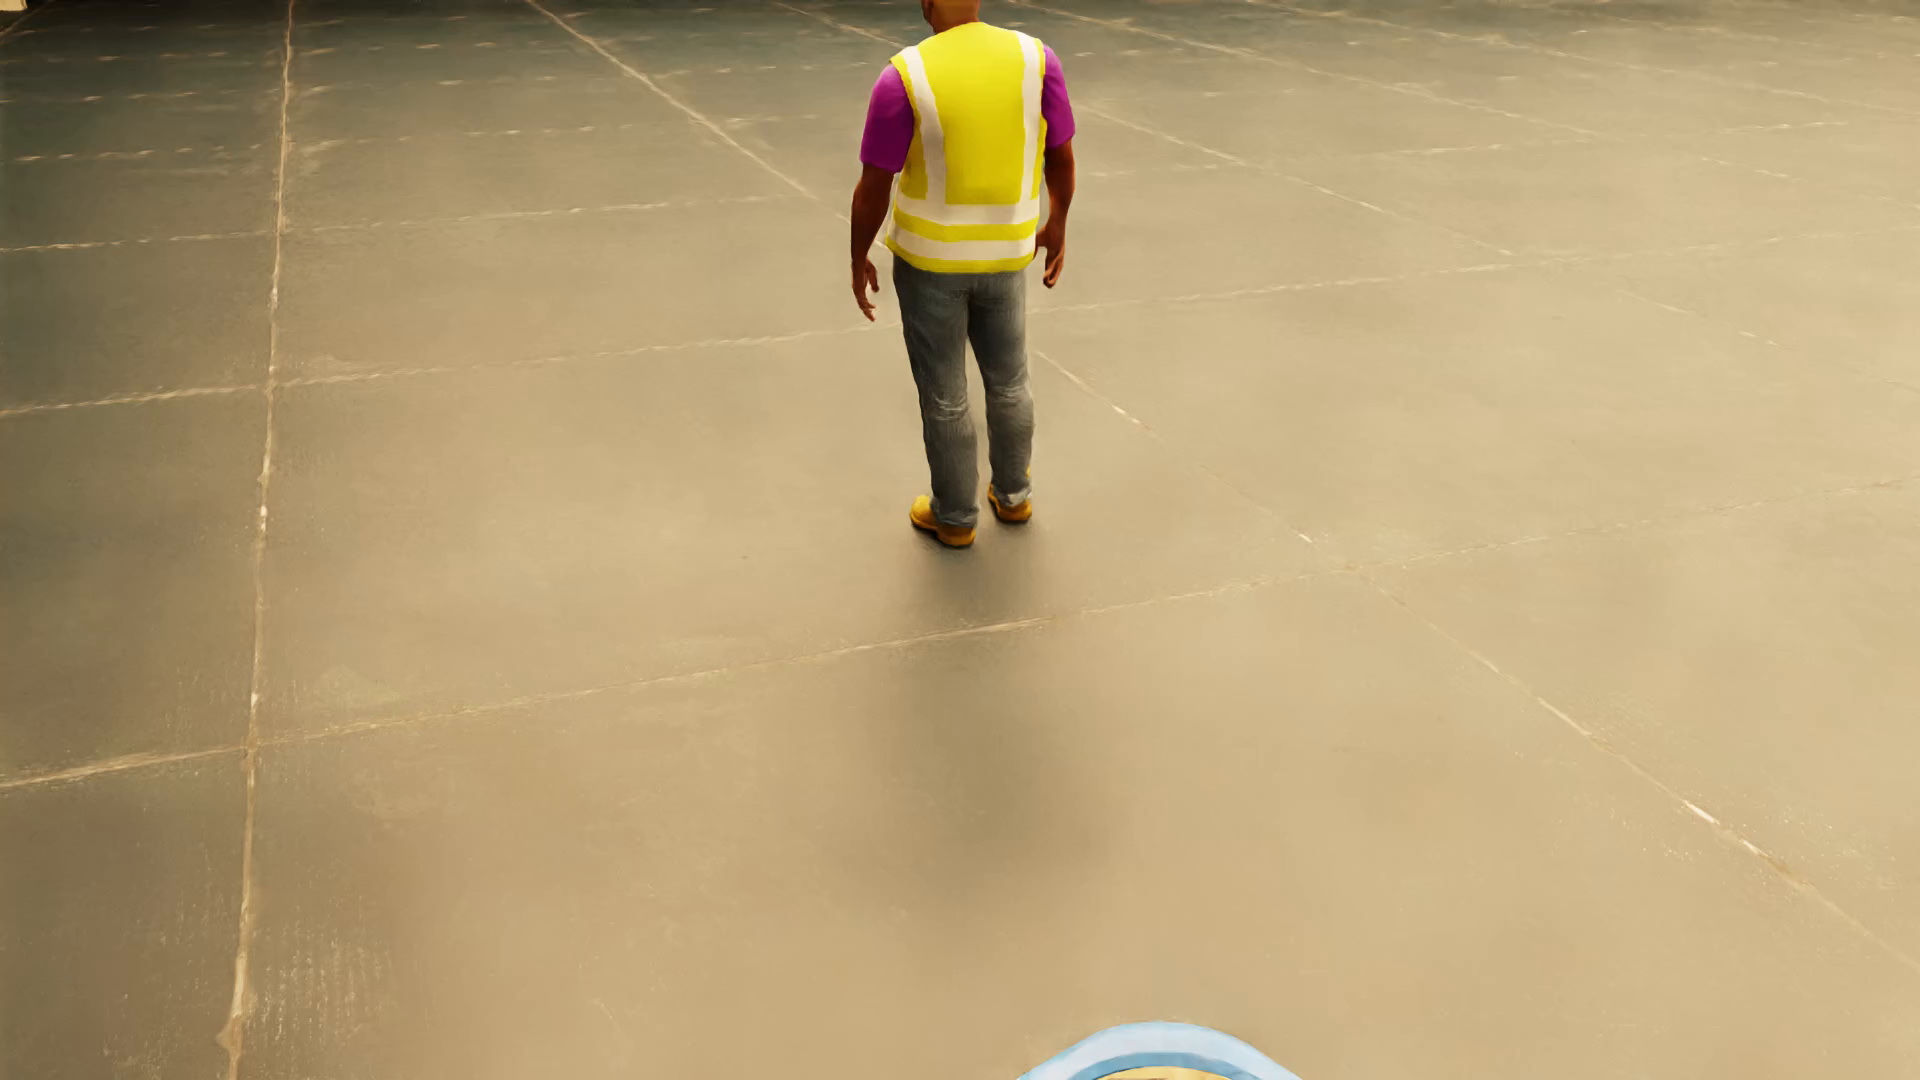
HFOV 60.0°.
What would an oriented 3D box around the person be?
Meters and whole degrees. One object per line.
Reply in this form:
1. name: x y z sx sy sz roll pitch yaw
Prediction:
1. person: -0.019 -0.847 4.796 0.665 1.766 0.576 -8 24 -18
